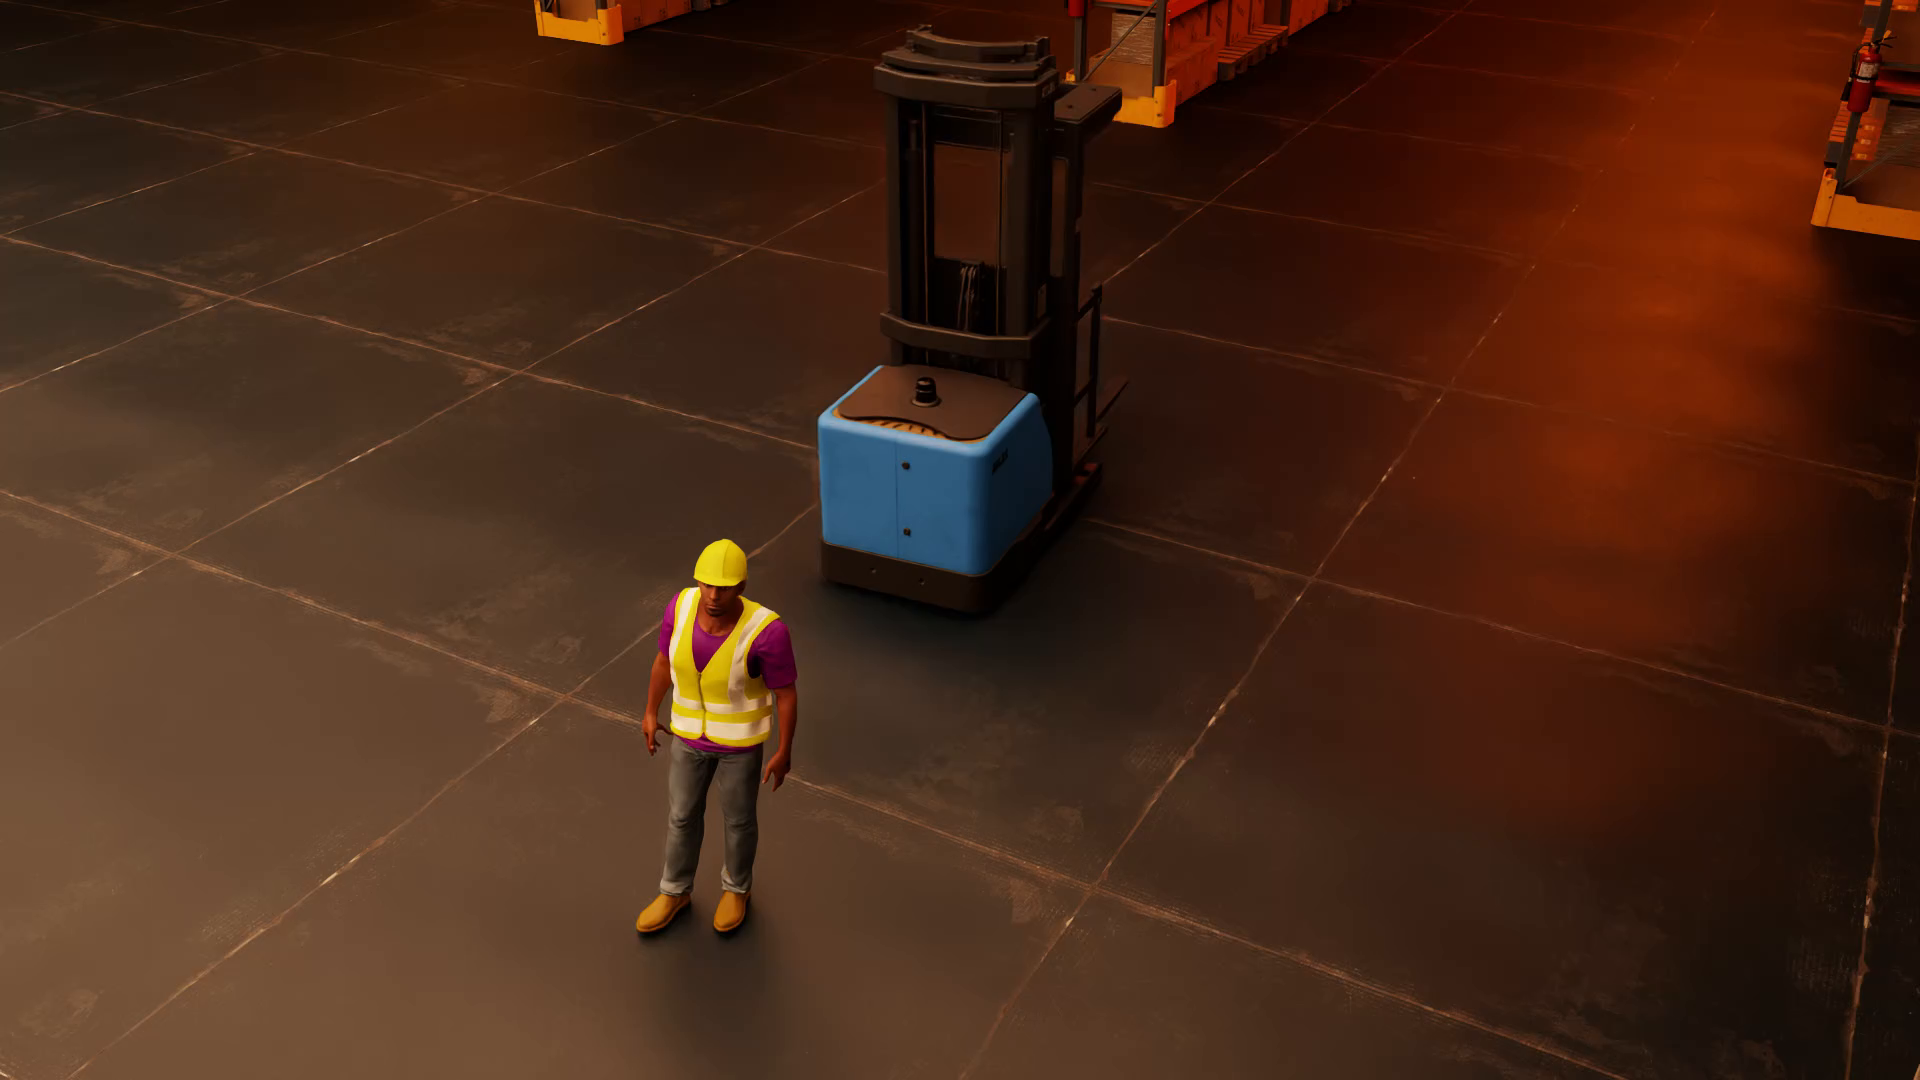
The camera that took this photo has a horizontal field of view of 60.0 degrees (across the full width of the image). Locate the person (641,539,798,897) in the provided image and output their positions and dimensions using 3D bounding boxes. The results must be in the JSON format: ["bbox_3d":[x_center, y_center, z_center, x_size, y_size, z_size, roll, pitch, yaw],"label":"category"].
[{"bbox_3d":[-0.985,0.767,6.834,0.666,1.706,0.420,10,31,16],"label":"person"}]

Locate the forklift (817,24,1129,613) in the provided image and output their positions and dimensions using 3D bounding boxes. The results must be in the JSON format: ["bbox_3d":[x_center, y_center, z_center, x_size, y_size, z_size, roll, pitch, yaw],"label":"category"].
[{"bbox_3d":[0.258,-1.585,9.816,1.130,2.935,3.031,12,32,20],"label":"forklift"}]
